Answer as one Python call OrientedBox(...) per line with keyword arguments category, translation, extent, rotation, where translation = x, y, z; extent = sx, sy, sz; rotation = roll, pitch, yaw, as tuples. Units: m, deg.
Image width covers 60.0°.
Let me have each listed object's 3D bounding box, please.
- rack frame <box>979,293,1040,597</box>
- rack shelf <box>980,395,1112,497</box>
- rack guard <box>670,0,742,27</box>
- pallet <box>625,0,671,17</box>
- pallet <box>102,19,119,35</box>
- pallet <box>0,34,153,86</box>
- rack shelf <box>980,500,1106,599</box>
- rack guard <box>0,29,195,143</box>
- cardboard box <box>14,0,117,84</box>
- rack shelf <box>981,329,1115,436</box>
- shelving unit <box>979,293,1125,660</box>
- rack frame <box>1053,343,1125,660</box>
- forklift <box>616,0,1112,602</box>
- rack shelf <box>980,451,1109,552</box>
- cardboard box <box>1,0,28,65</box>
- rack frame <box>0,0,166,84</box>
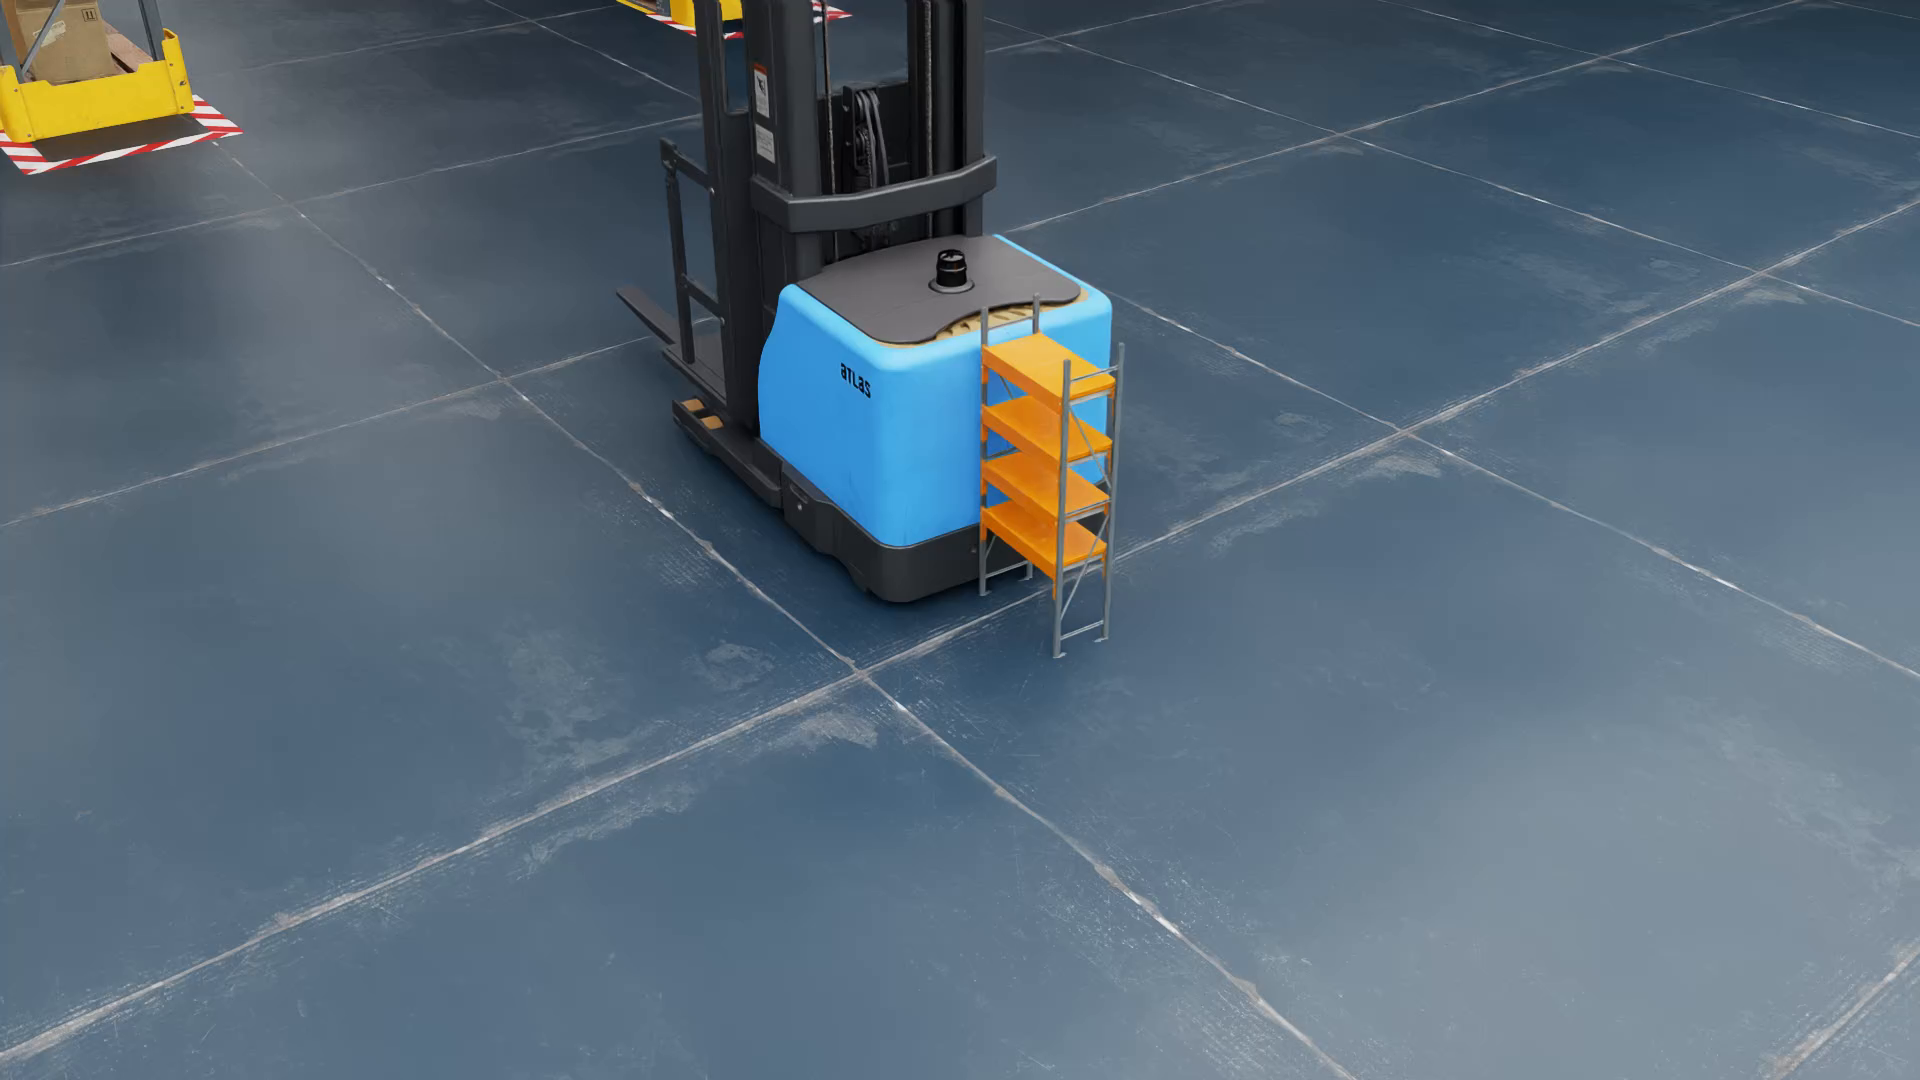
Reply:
OrientedBox(category="rack frame", translation=(0.178, -0.326, 6.138), extent=(0.240, 1.200, 0.015), rotation=(-19, 36, -27))
OrientedBox(category="rack shelf", translation=(0.310, -0.351, 5.881), extent=(0.258, 0.148, 0.480), rotation=(-19, 36, -27))
OrientedBox(category="rack guard", translation=(-1.820, -4.598, 13.679), extent=(1.175, 0.500, 0.348), rotation=(-22, 38, -31))
OrientedBox(category="pallet", translation=(-2.387, -4.793, 14.267), extent=(1.003, 0.211, 1.213), rotation=(-22, 38, -31))
OrientedBox(category="pallet", translation=(-7.076, -3.812, 12.688), extent=(1.003, 0.211, 1.213), rotation=(-22, 38, -31))
OrientedBox(category="pallet", translation=(-6.332, -3.304, 11.870), extent=(1.003, 0.211, 1.213), rotation=(-22, 38, -31))
OrientedBox(category="rack shelf", translation=(0.310, 0.008, 6.104), extent=(0.258, 0.148, 0.480), rotation=(-19, 36, -27))
OrientedBox(category="rack guard", translation=(-5.862, -3.077, 11.230), extent=(1.175, 0.500, 0.348), rotation=(-22, 38, -31))
OrientedBox(category="cardboard box", translation=(-6.185, -3.489, 11.496), extent=(0.500, 0.500, 0.500), rotation=(-15, 35, -23))
OrientedBox(category="rack shelf", translation=(0.310, -0.552, 5.756), extent=(0.258, 0.148, 0.480), rotation=(-19, 36, -27))
OrientedBox(category="shelving unit", translation=(0.310, -0.218, 5.964), extent=(0.258, 1.200, 0.503), rotation=(-19, 36, -27))
OrientedBox(category="rack frame", translation=(0.442, -0.110, 5.789), extent=(0.240, 1.200, 0.015), rotation=(-19, 36, -27))
OrientedBox(category="forklift", translation=(-0.635, -1.749, 6.788), extent=(1.130, 2.935, 3.031), rotation=(-19, 36, -27))
OrientedBox(category="rack shelf", translation=(0.310, -0.161, 5.999), extent=(0.258, 0.148, 0.480), rotation=(-19, 36, -27))
OrientedBox(category="cardboard box", translation=(-6.578, -3.727, 11.879), extent=(0.500, 0.500, 0.500), rotation=(-12, 34, -19))
OrientedBox(category="rack frame", translation=(-5.815, -4.107, 10.519), extent=(1.000, 3.000, 0.127), rotation=(-22, 38, -31))
